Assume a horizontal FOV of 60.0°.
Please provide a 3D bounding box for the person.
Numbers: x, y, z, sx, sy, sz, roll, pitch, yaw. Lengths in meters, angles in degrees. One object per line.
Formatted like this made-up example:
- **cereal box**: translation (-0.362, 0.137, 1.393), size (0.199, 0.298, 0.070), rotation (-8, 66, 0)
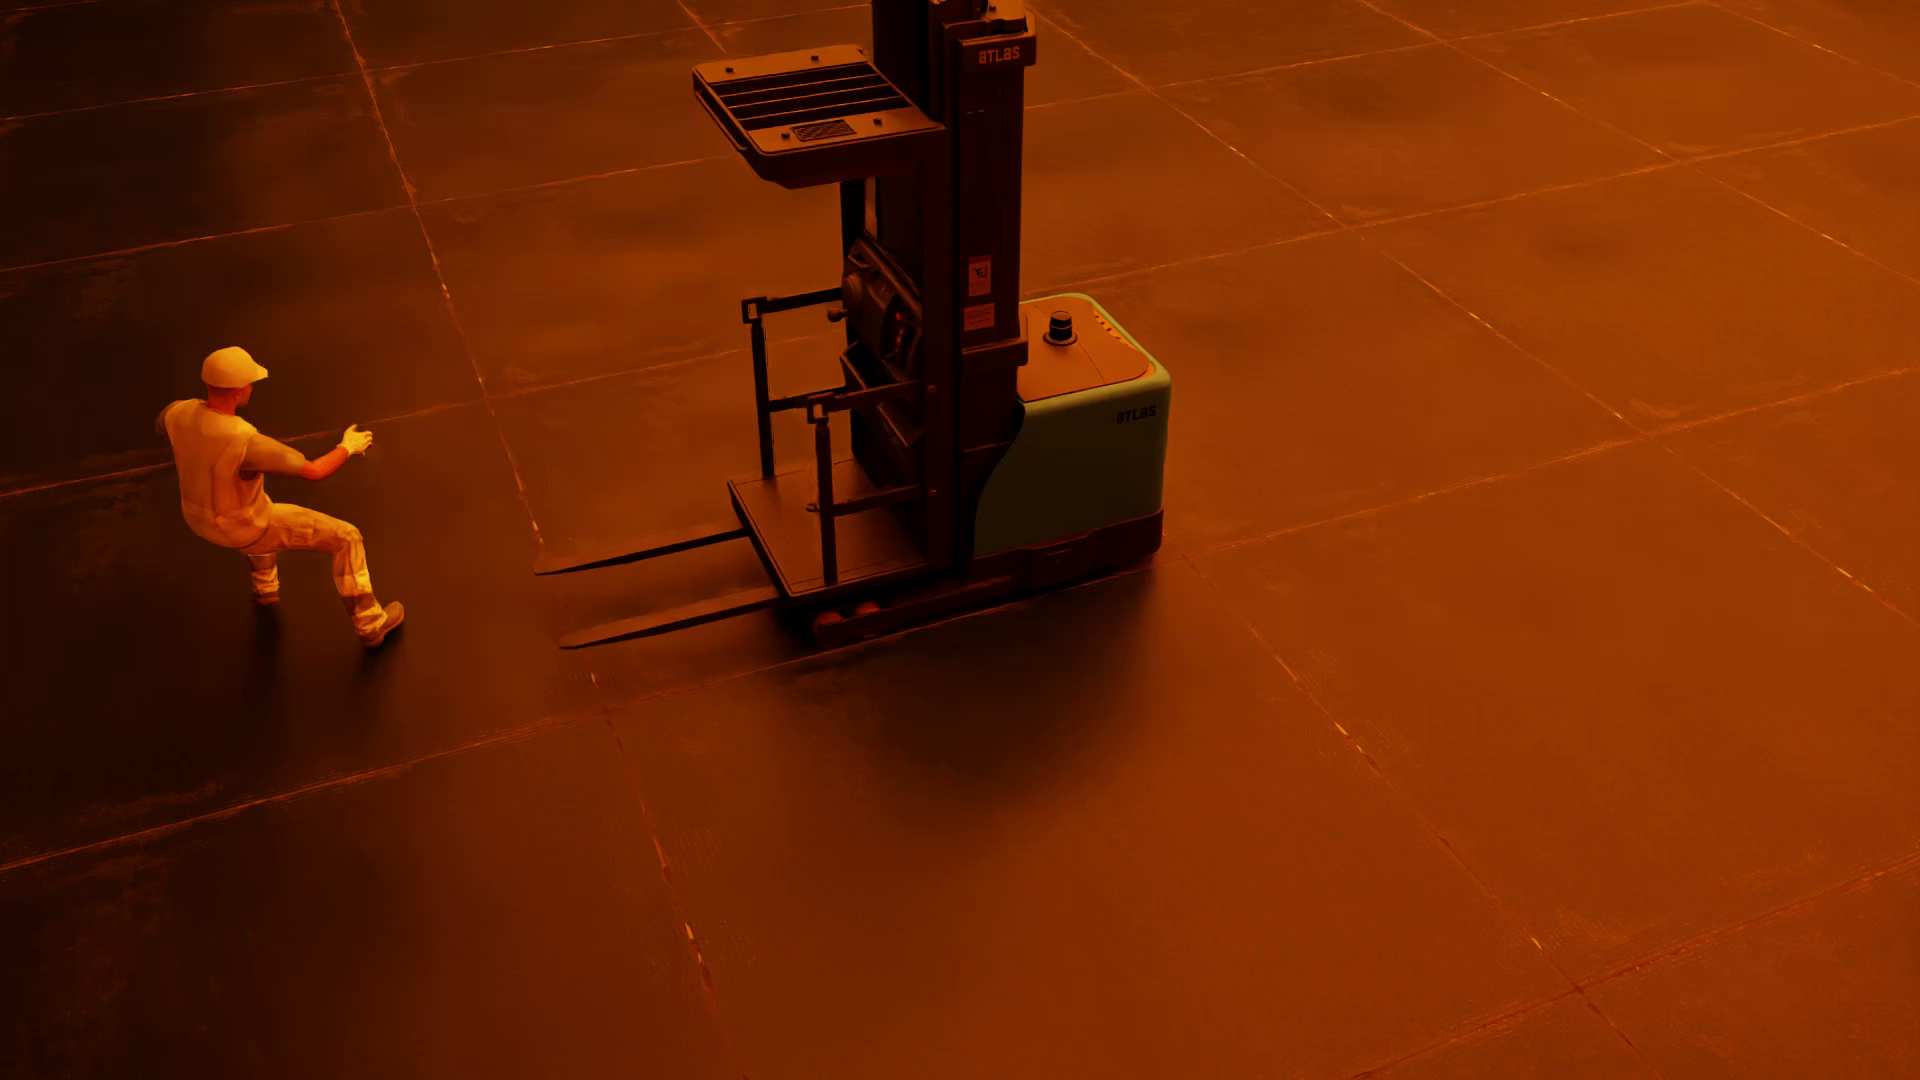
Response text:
- **person**: translation (-3.159, -0.263, 7.610), size (0.960, 1.541, 0.773), rotation (16, 38, 21)

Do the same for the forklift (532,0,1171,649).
- **forklift**: translation (-0.545, -1.034, 7.552), size (3.031, 2.935, 1.130), rotation (-13, 38, -18)
